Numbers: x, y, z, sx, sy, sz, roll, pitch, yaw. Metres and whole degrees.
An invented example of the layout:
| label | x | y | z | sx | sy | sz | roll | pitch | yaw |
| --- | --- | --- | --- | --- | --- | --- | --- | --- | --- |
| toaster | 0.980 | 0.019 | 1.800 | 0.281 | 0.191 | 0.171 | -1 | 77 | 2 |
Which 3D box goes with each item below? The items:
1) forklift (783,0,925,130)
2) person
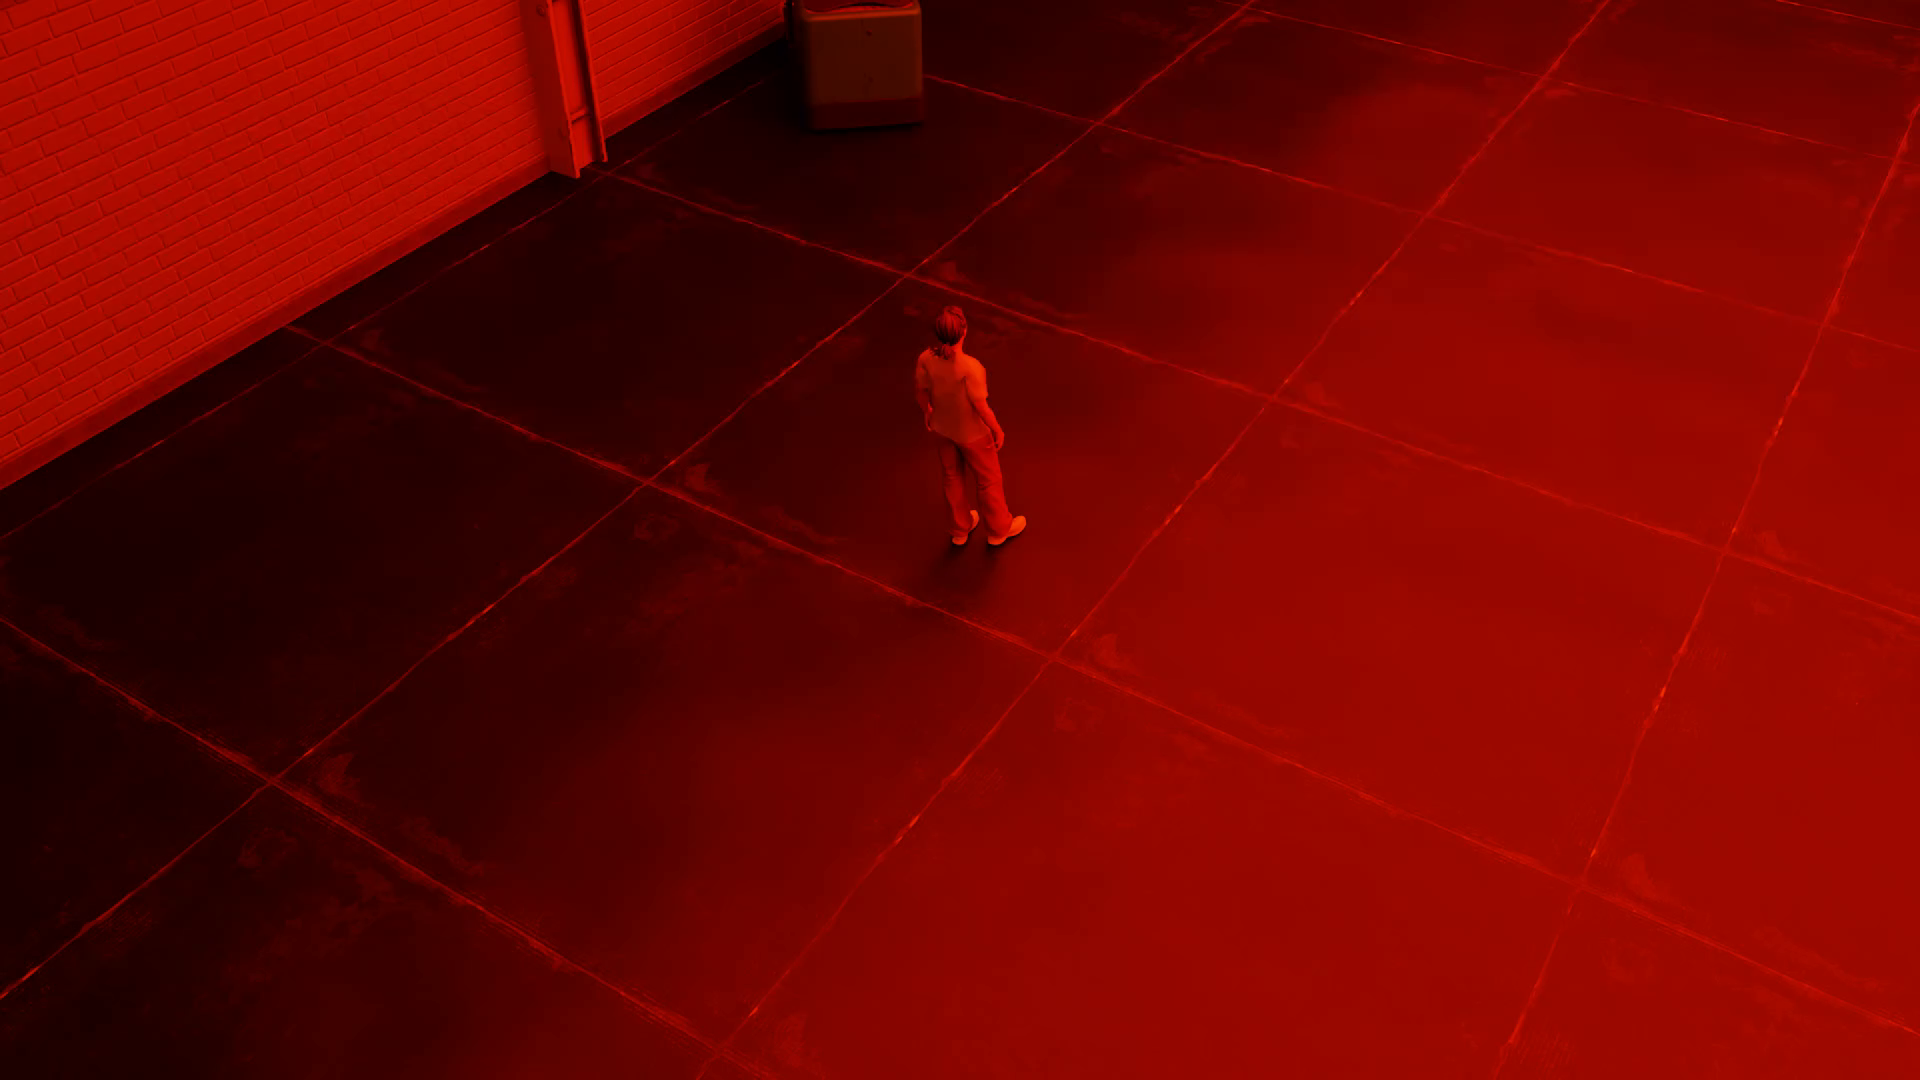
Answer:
| label | x | y | z | sx | sy | sz | roll | pitch | yaw |
| --- | --- | --- | --- | --- | --- | --- | --- | --- | --- |
| forklift | -1.050 | -5.591 | 14.565 | 1.130 | 2.935 | 3.031 | -6 | 41 | -7 |
| person | 0.050 | -0.681 | 9.731 | 0.553 | 1.673 | 0.548 | 22 | 45 | 24 |
